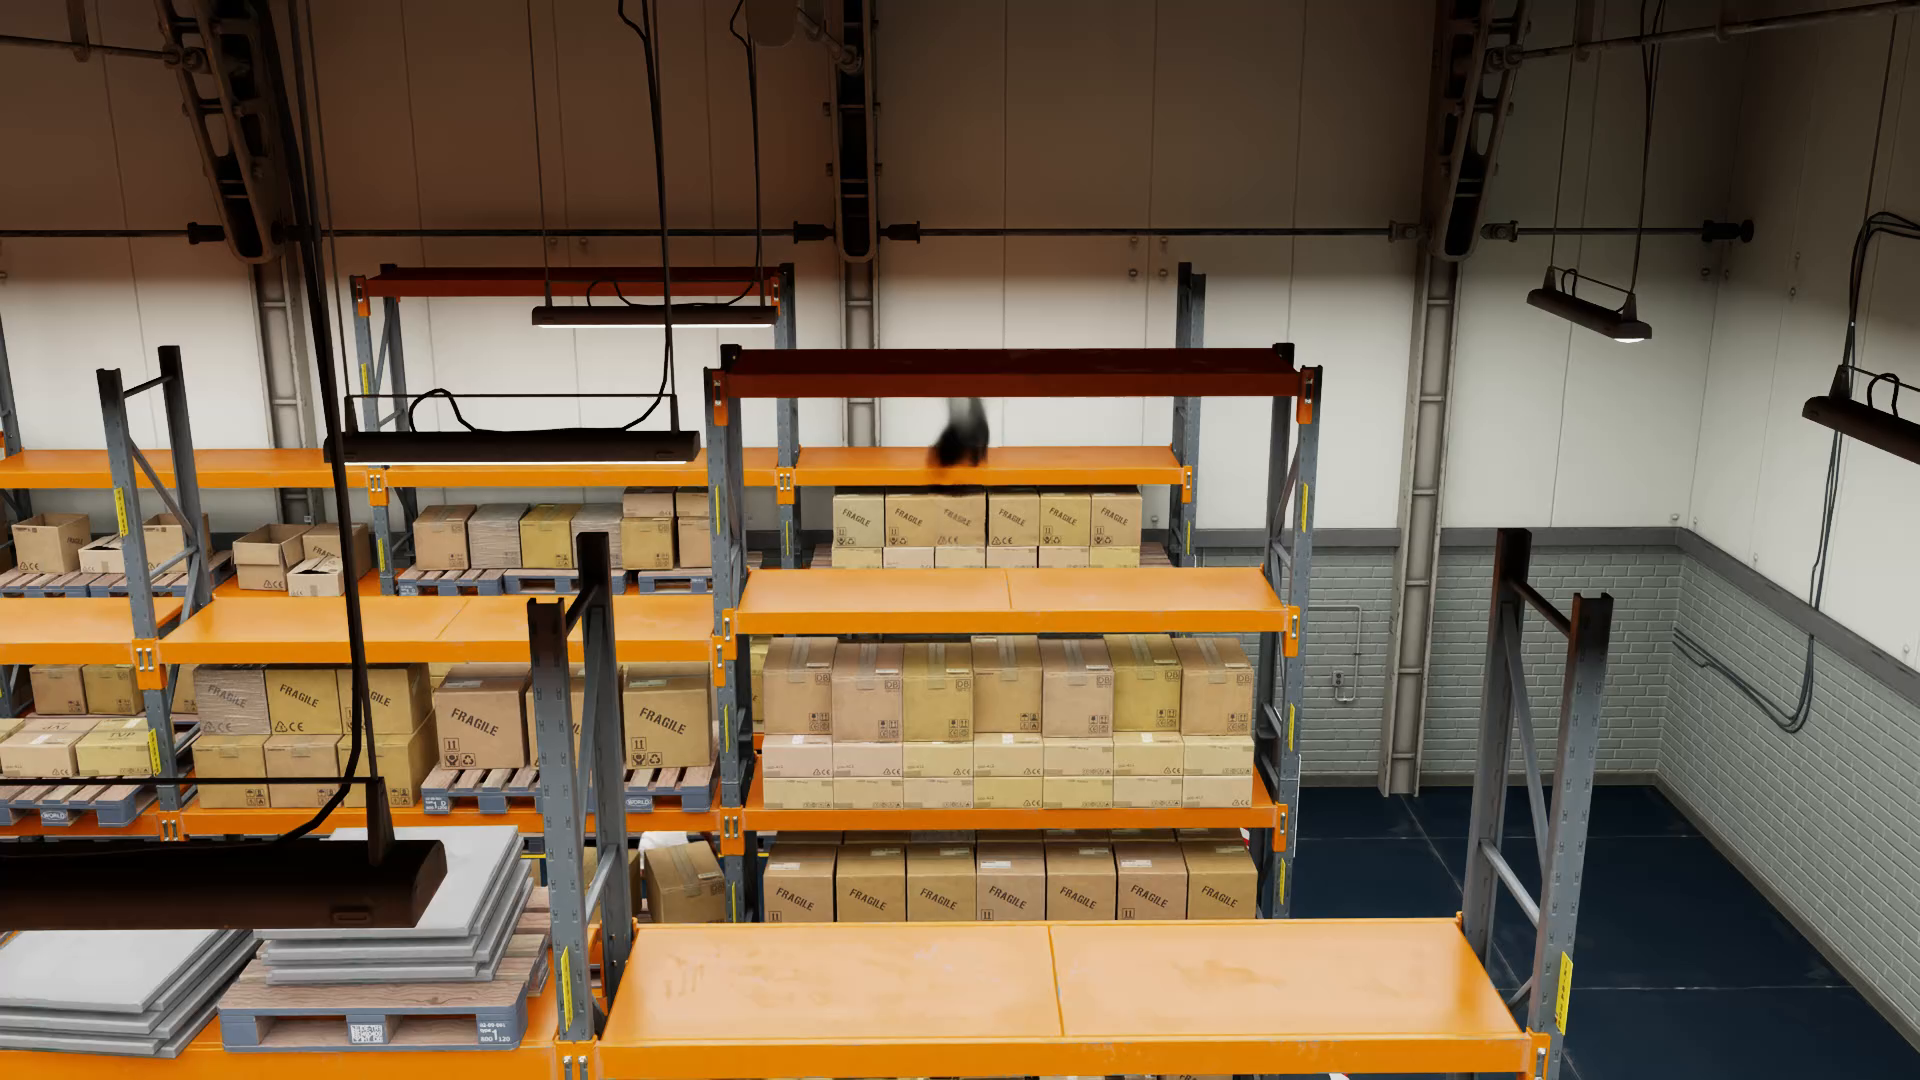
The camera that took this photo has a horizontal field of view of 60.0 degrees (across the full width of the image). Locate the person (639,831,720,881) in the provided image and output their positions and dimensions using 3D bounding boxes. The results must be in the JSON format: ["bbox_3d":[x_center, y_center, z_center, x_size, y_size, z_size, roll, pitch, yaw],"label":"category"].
[{"bbox_3d":[-2.504,3.089,15.033,1.105,1.586,0.709,4,17,13],"label":"person"}]
